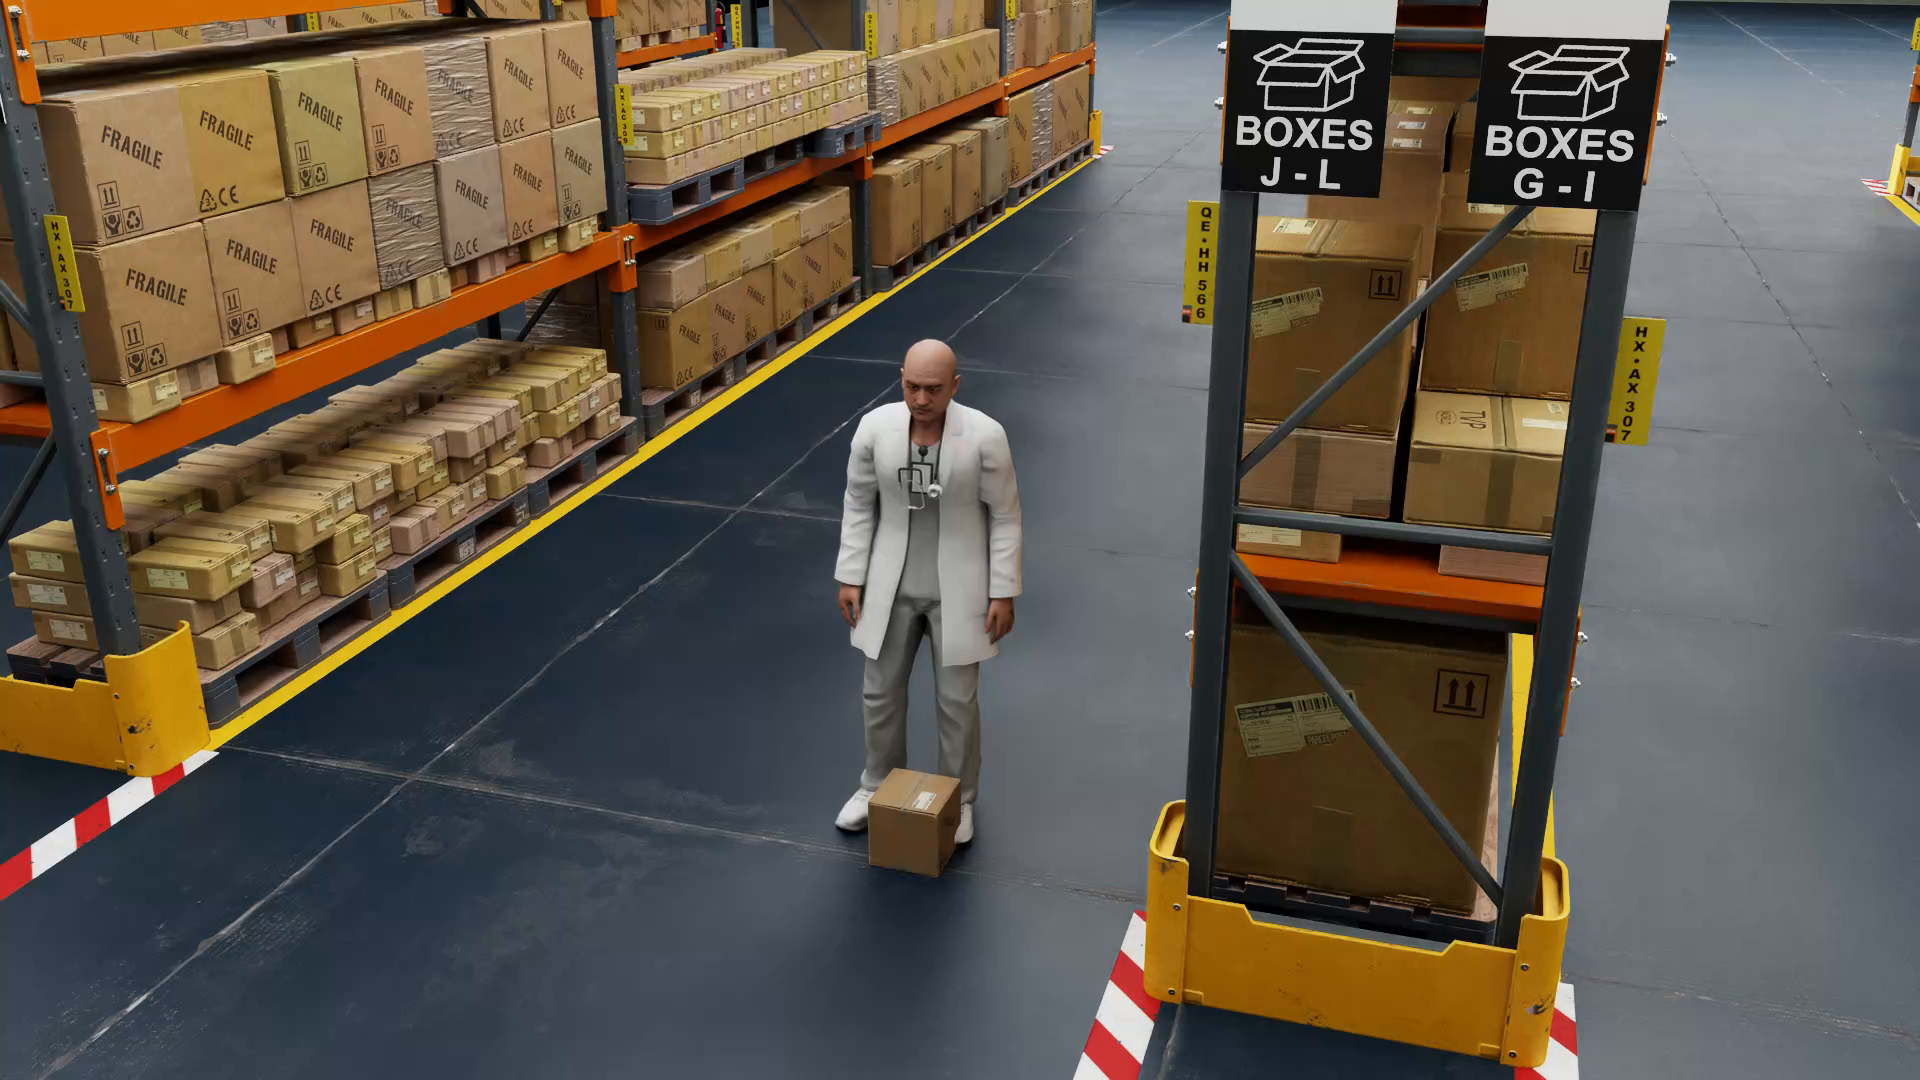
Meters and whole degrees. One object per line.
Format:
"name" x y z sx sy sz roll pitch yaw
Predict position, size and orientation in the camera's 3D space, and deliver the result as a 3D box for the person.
"person" -0.107 0.172 5.673 0.655 1.775 0.423 5 22 12
